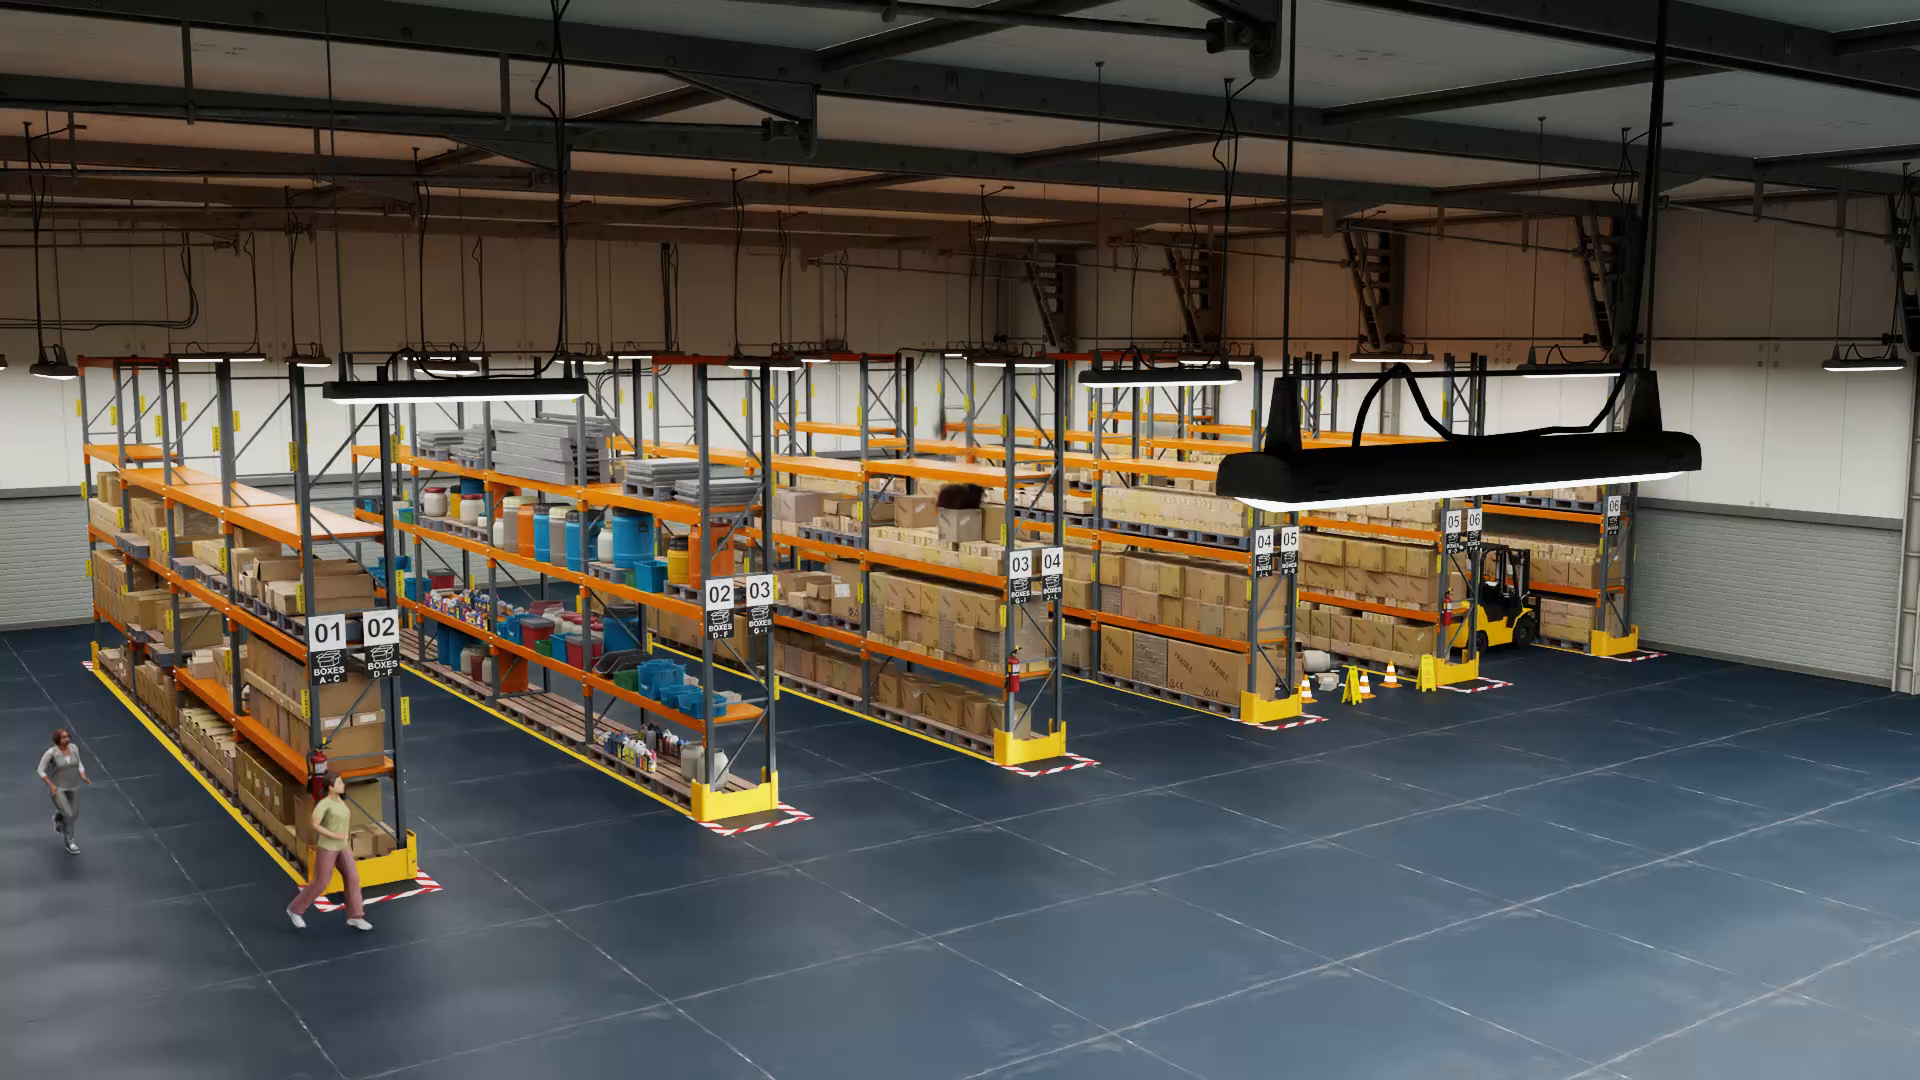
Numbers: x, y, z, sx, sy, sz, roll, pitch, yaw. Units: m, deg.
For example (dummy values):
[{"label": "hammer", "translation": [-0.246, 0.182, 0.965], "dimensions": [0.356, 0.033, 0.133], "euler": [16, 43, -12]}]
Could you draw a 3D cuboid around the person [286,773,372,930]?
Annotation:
[{"label": "person", "translation": [-6.736, 3.332, 17.927], "dimensions": [0.943, 1.651, 0.644], "euler": [1, 7, 10]}]

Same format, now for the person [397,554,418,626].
[{"label": "person", "translation": [-12.190, 1.141, 36.318], "dimensions": [0.714, 1.686, 0.631], "euler": [-2, 7, -13]}]

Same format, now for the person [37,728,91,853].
[{"label": "person", "translation": [-11.154, 3.080, 20.614], "dimensions": [0.680, 1.562, 0.525], "euler": [5, 8, 35]}]

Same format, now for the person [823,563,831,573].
[{"label": "person", "translation": [-3.224, 0.419, 41.854], "dimensions": [0.719, 1.773, 0.705], "euler": [2, 7, 17]}]

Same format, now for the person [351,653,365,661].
[{"label": "person", "translation": [-9.782, 2.203, 27.048], "dimensions": [0.685, 1.736, 0.603], "euler": [-5, 9, -37]}]
